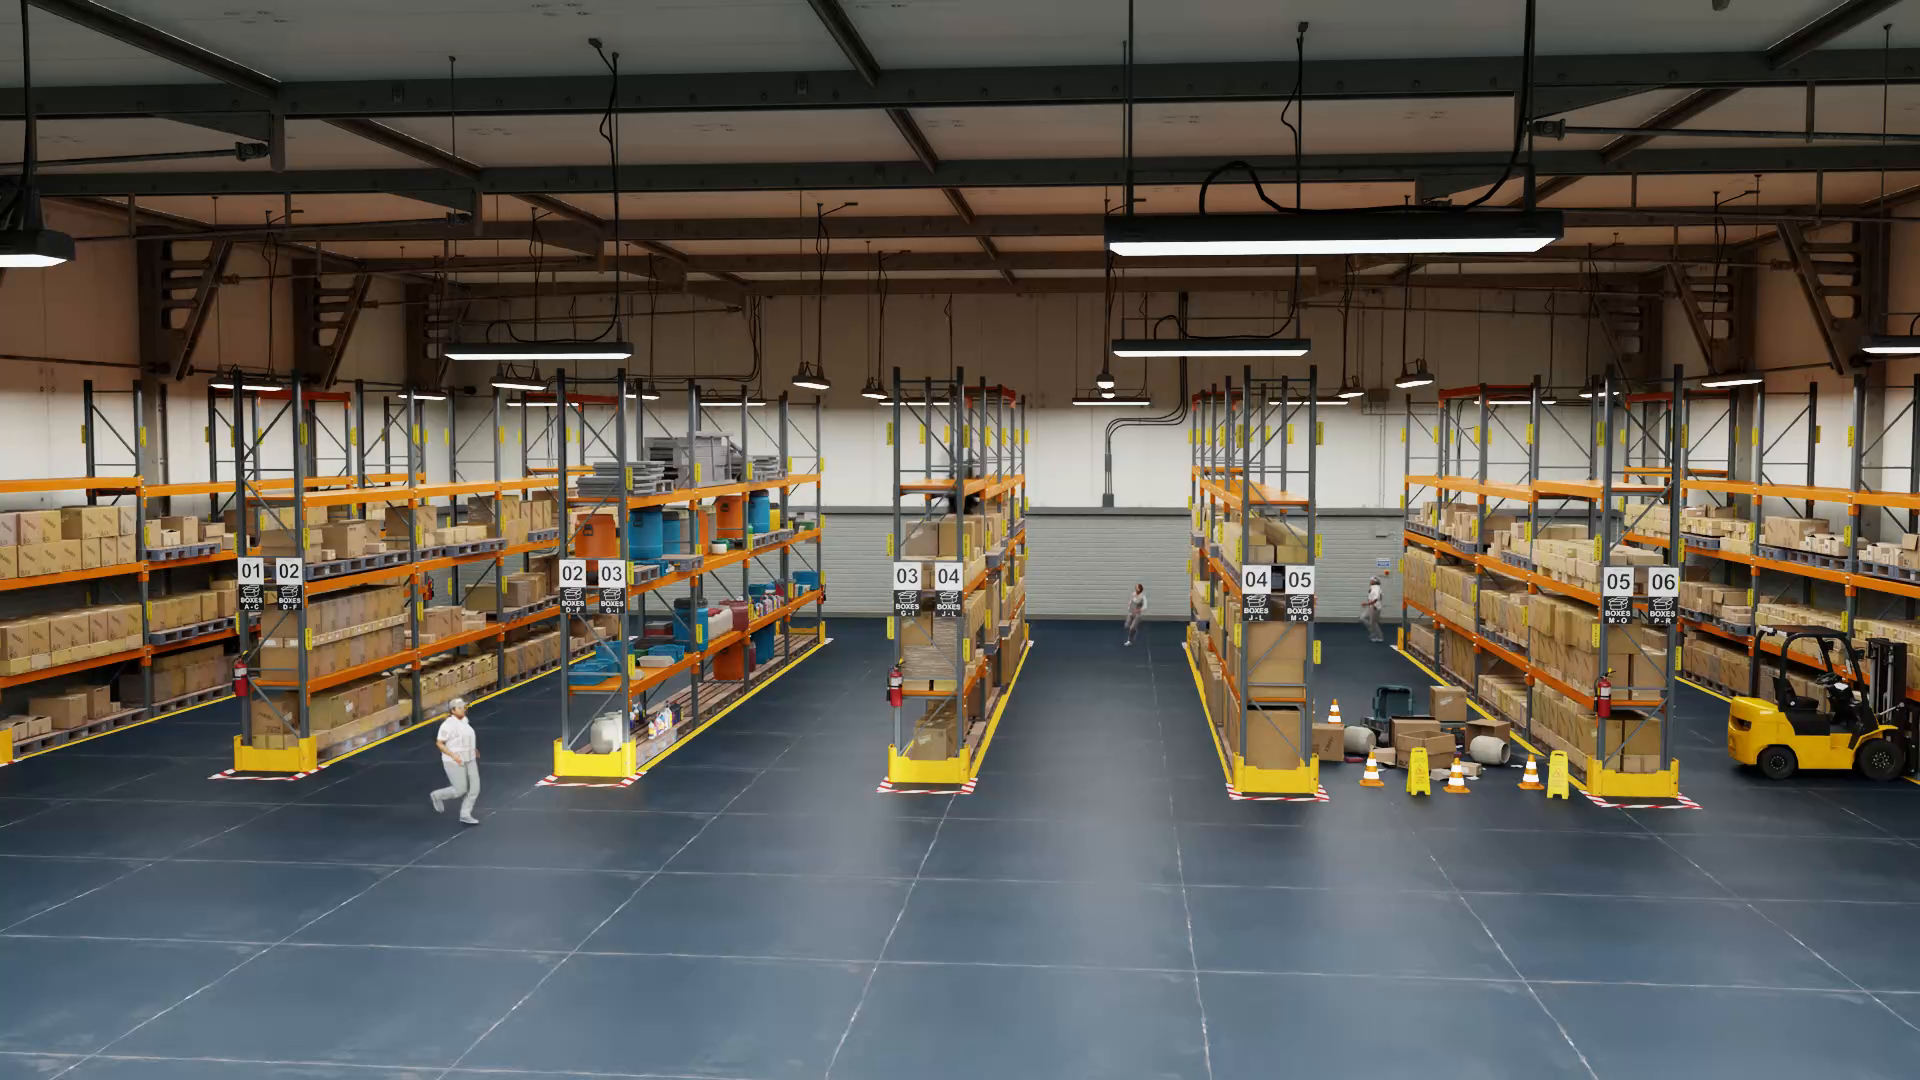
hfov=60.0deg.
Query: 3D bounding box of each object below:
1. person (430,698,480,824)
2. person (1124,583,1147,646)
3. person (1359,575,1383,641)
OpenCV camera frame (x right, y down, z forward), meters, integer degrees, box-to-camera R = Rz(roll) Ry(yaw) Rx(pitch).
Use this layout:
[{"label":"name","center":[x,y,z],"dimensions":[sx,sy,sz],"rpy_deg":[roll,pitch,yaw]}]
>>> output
[{"label":"person","center":[-6.523,2.856,21.562],"dimensions":[0.643,1.625,0.617],"rpy_deg":[2,4,23]},{"label":"person","center":[4.221,1.781,39.715],"dimensions":[0.596,1.507,0.551],"rpy_deg":[3,5,39]},{"label":"person","center":[10.031,1.660,40.454],"dimensions":[0.578,1.650,0.578],"rpy_deg":[0,4,6]}]
